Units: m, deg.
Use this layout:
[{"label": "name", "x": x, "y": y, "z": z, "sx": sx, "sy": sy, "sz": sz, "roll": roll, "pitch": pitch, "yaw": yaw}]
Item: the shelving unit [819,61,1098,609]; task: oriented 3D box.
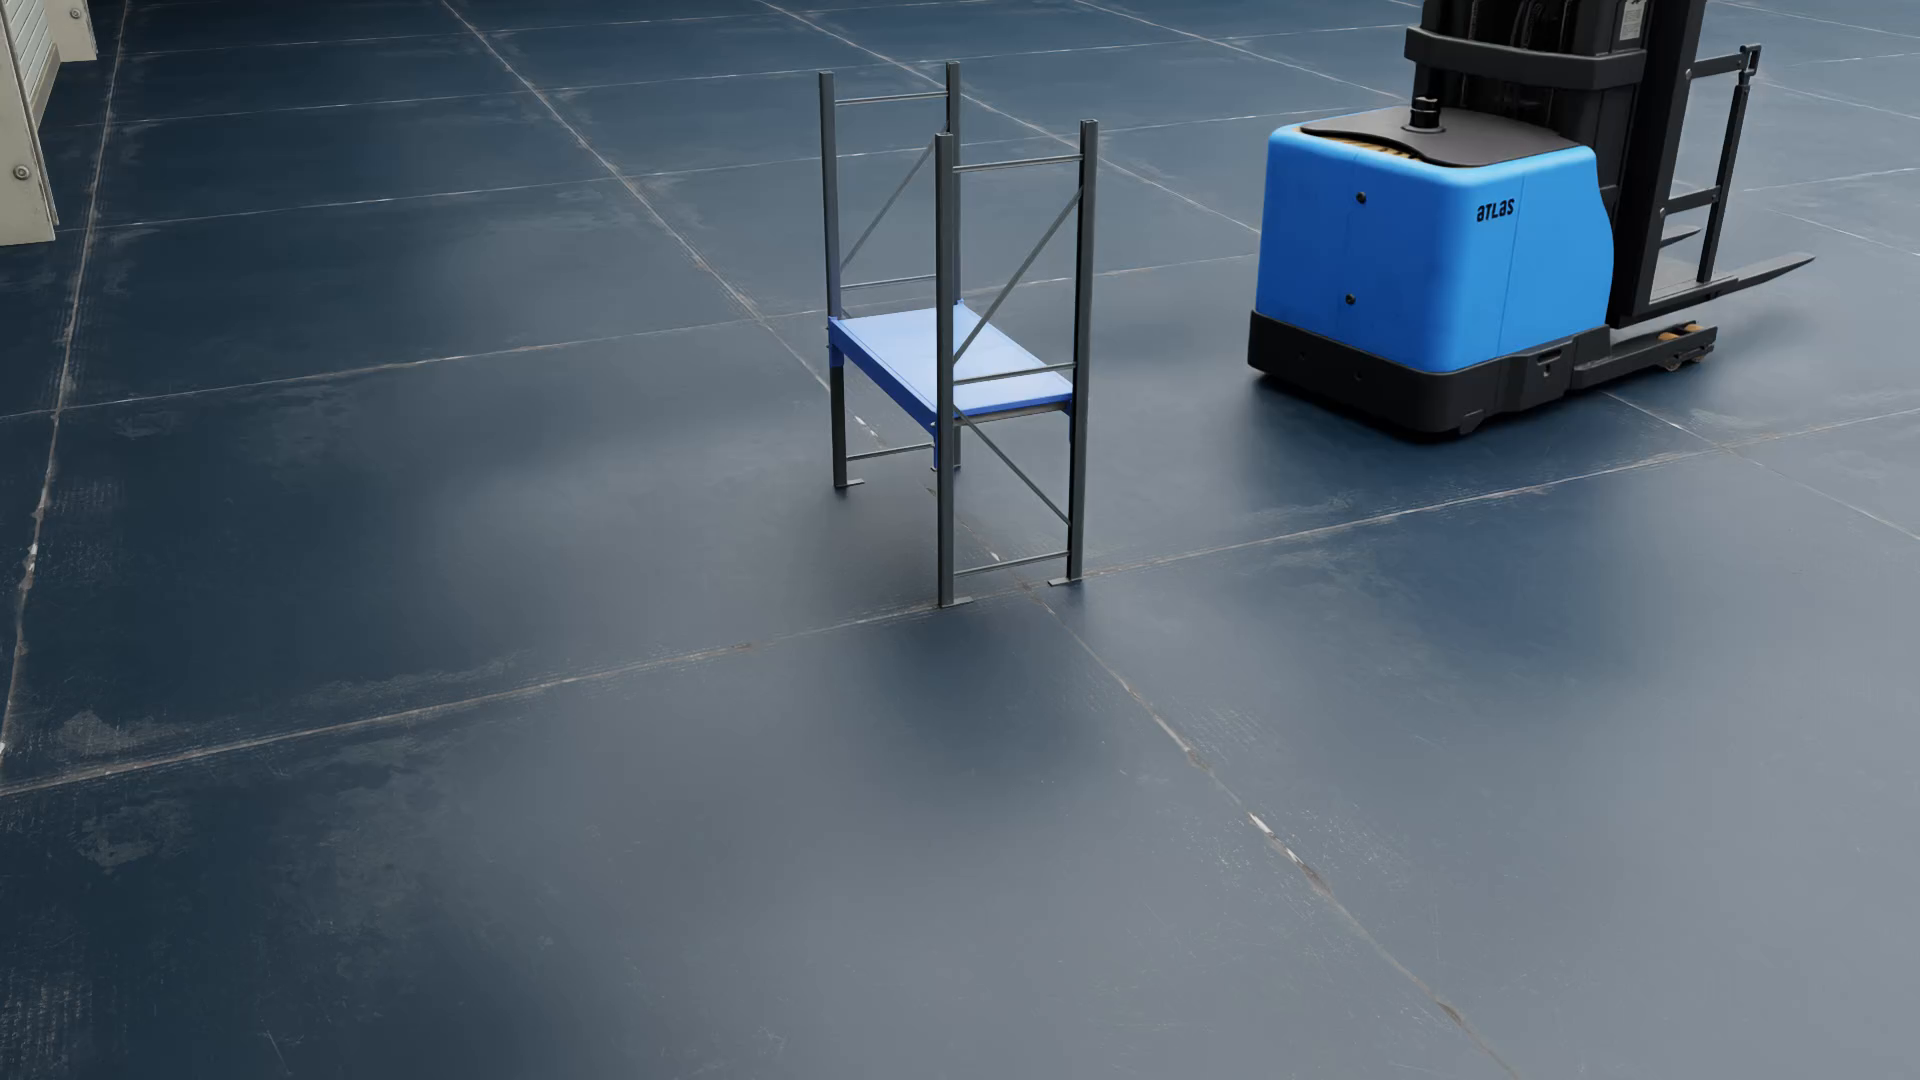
[{"label": "shelving unit", "x": -0.033, "y": -0.708, "z": 5.491, "sx": 0.538, "sy": 1.500, "sz": 1.048, "roll": -11, "pitch": 28, "yaw": -21}]

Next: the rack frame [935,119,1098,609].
[{"label": "rack frame", "x": 0.166, "y": -0.503, "z": 5.071, "sx": 0.500, "sy": 1.500, "sz": 0.032, "roll": -11, "pitch": 28, "yaw": -21}]

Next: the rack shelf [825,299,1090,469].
[{"label": "rack shelf", "x": -0.033, "y": -0.547, "z": 5.570, "sx": 0.538, "sy": 0.185, "sz": 1.000, "roll": -11, "pitch": 28, "yaw": -21}]

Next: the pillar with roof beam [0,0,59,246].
[{"label": "pillar with roof beam", "x": -1.219, "y": -6.479, "z": 8.762, "sx": 9.100, "sy": 9.000, "sz": 0.400, "roll": -11, "pitch": 28, "yaw": -21}]

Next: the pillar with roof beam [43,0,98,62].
[{"label": "pillar with roof beam", "x": -3.569, "y": -8.901, "z": 13.723, "sx": 9.100, "sy": 9.000, "sz": 0.400, "roll": -11, "pitch": 28, "yaw": -21}]

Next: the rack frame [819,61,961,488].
[{"label": "rack frame", "x": -0.232, "y": -0.914, "z": 5.912, "sx": 0.500, "sy": 1.500, "sz": 0.032, "roll": -11, "pitch": 28, "yaw": -21}]

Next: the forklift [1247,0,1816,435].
[{"label": "forklift", "x": 2.727, "y": -2.224, "z": 6.964, "sx": 3.031, "sy": 2.935, "sz": 1.130, "roll": -18, "pitch": 31, "yaw": -32}]
